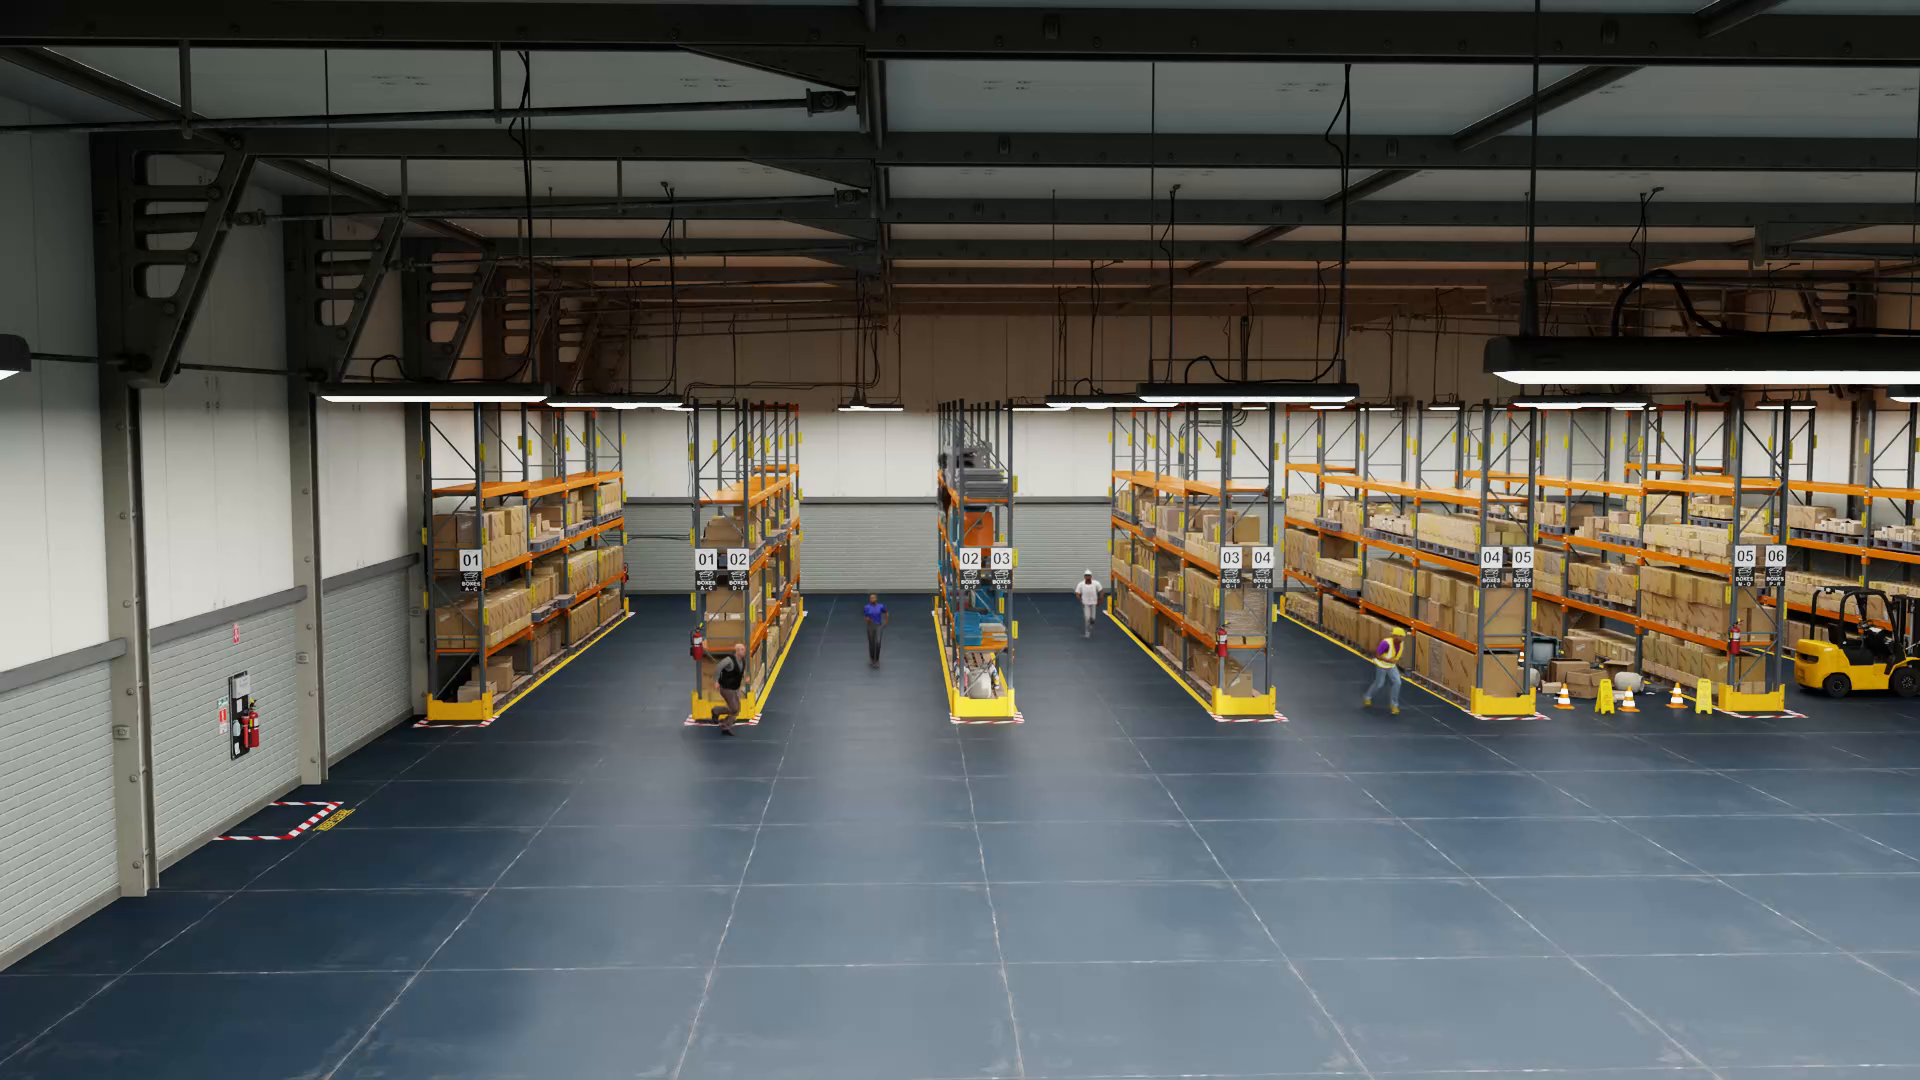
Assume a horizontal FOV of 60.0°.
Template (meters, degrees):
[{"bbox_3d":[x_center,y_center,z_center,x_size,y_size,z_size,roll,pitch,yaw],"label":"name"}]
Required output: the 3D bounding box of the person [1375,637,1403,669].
[{"bbox_3d":[8.209,2.148,31.851,0.704,0.643,0.482,-3,5,-30],"label":"person"}]

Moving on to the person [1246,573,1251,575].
[{"bbox_3d":[8.474,1.294,48.126,0.648,1.537,0.958,2,5,27],"label":"person"}]

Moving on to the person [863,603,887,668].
[{"bbox_3d":[-1.946,2.153,37.832,0.534,1.485,0.702,0,4,1],"label":"person"}]

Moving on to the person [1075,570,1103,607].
[{"bbox_3d":[3.304,1.243,42.466,0.714,0.930,0.483,0,4,4],"label":"person"}]
